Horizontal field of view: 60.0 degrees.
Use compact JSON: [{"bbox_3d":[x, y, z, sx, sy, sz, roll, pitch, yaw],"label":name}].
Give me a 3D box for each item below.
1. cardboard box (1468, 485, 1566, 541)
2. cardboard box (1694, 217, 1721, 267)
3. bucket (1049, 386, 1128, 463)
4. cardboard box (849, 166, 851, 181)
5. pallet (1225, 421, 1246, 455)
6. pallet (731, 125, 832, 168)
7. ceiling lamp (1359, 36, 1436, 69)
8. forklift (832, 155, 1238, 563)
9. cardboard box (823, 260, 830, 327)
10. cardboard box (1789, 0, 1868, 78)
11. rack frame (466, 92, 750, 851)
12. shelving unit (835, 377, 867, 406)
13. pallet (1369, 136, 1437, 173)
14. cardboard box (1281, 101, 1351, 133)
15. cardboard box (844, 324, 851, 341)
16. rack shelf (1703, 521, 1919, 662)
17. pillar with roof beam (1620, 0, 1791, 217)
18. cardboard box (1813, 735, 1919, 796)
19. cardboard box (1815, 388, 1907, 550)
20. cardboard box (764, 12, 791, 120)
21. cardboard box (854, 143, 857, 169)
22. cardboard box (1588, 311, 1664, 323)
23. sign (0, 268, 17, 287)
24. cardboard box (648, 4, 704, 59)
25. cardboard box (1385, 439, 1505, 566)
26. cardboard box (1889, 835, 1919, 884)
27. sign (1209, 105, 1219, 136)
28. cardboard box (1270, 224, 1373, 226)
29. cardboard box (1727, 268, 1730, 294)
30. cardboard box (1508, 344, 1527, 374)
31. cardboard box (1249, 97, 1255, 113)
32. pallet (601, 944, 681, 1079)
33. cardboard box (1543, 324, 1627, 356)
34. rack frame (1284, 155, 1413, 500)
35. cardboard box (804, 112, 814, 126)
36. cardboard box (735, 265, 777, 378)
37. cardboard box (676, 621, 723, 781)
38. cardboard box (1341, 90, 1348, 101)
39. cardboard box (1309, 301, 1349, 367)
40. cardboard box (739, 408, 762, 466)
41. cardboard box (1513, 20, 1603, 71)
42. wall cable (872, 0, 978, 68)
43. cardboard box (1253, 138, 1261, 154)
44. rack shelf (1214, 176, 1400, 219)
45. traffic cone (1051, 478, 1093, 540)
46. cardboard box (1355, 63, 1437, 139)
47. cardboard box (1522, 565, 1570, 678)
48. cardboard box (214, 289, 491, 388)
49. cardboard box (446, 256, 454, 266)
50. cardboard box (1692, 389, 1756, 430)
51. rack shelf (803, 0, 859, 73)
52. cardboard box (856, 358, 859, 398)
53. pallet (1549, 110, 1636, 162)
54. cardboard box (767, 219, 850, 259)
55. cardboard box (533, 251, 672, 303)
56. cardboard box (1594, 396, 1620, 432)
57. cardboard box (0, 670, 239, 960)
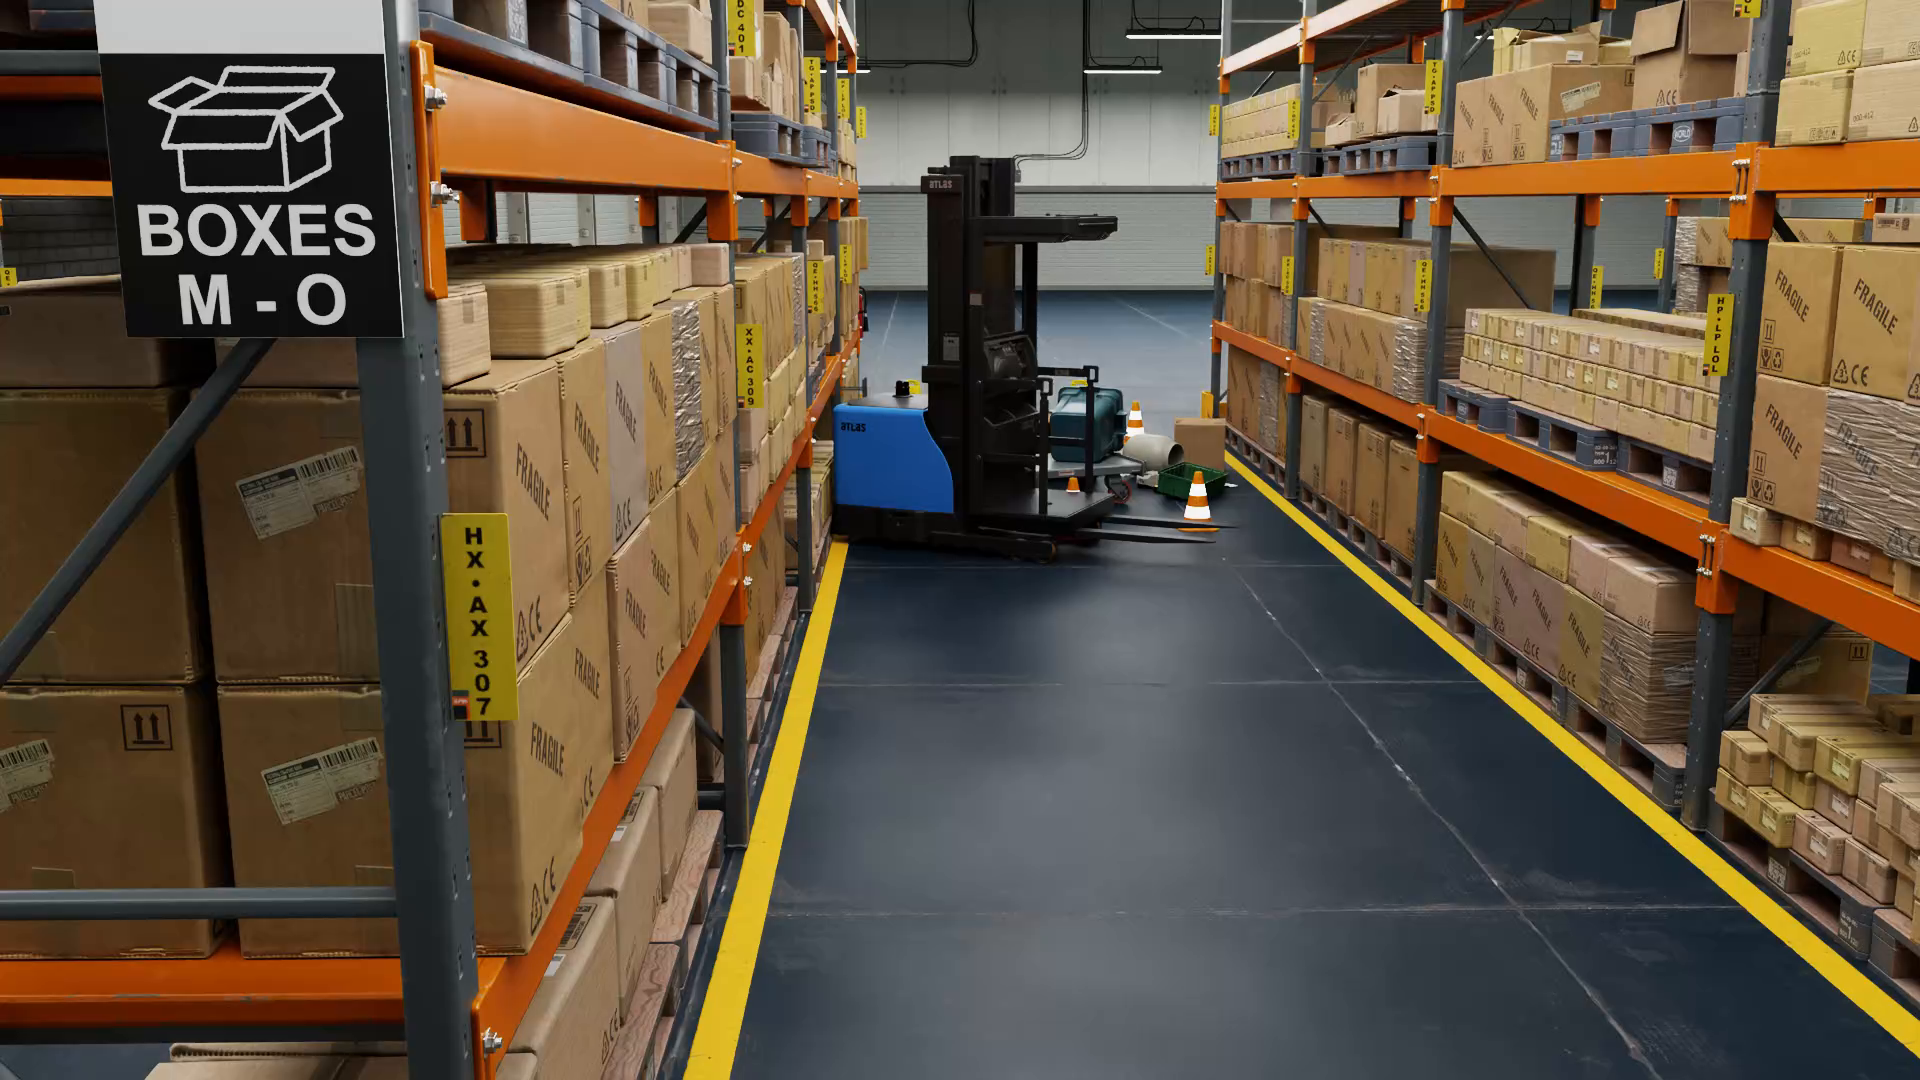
[{"bbox_3d":[3.275,-0.156,9.629,0.500,0.250,0.500,0,11,-2],"label":"cardboard box"},{"bbox_3d":[8.030,-3.112,17.340,0.500,0.500,0.500,0,11,-1],"label":"cardboard box"},{"bbox_3d":[1.101,-1.000,14.854,0.726,0.611,0.620,4,22,18],"label":"bucket"},{"bbox_3d":[-1.257,-3.569,16.192,0.380,0.149,0.250,0,11,-2],"label":"cardboard box"},{"bbox_3d":[3.421,-1.112,18.008,1.003,0.211,1.213,0,11,-1],"label":"pallet"},{"bbox_3d":[-1.389,-2.256,9.565,1.213,0.211,1.003,0,11,1],"label":"pallet"},{"bbox_3d":[11.186,-13.508,42.329,2.000,3.185,0.800,0,11,-1],"label":"ceiling lamp"},{"bbox_3d":[0.568,-1.386,12.519,3.031,2.935,1.130,5,13,24],"label":"forklift"},{"bbox_3d":[-1.283,-1.910,12.873,0.500,0.500,0.500,0,11,1],"label":"cardboard box"},{"bbox_3d":[3.345,-1.796,5.945,0.500,0.250,0.500,0,11,1],"label":"cardboard box"},{"bbox_3d":[-1.372,-0.211,6.555,1.000,3.000,0.127,0,11,-1],"label":"rack frame"},{"bbox_3d":[-0.876,-0.713,13.522,0.258,1.200,0.189,0,10,2],"label":"shelving unit"},{"bbox_3d":[3.426,-2.552,11.024,1.213,0.211,1.003,0,11,1],"label":"pallet"},{"bbox_3d":[3.142,-3.736,14.706,0.500,0.250,0.500,0,11,-2],"label":"cardboard box"},{"bbox_3d":[-1.241,-1.996,15.988,0.380,0.149,0.250,0,11,-1],"label":"cardboard box"},{"bbox_3d":[3.616,0.499,4.866,1.077,0.370,4.000,0,11,-1],"label":"rack shelf"},{"bbox_3d":[19.100,-11.449,46.858,9.100,9.000,0.548,0,11,-1],"label":"pillar with roof beam"},{"bbox_3d":[3.375,0.823,6.077,0.380,0.149,0.250,0,11,-2],"label":"cardboard box"},{"bbox_3d":[3.350,-0.248,5.740,0.500,0.500,0.500,0,11,-1],"label":"cardboard box"},{"bbox_3d":[-1.129,-2.382,8.404,0.500,0.500,0.500,0,11,-1],"label":"cardboard box"},{"bbox_3d":[-1.340,-4.038,17.504,0.500,0.250,0.500,0,11,-2],"label":"cardboard box"},{"bbox_3d":[3.963,-1.275,9.881,0.380,0.149,0.250,0,11,-2],"label":"cardboard box"},{"bbox_3d":[-5.875,-1.518,10.283,0.100,0.325,0.005,0,11,-1],"label":"sign"},{"bbox_3d":[-1.034,-1.635,5.352,0.380,0.149,0.250,0,11,0],"label":"cardboard box"},{"bbox_3d":[3.569,-0.271,11.454,1.050,0.750,0.750,0,11,-2],"label":"cardboard box"},{"bbox_3d":[3.383,1.074,5.586,0.380,0.149,0.250,0,11,1],"label":"cardboard box"},{"bbox_3d":[2.772,-4.573,18.114,0.100,0.325,0.005,0,11,-1],"label":"sign"},{"bbox_3d":[3.435,-2.735,15.901,0.875,0.550,0.550,0,11,-1],"label":"cardboard box"},{"bbox_3d":[8.369,-2.524,16.957,0.875,0.500,0.500,0,11,-1],"label":"cardboard box"},{"bbox_3d":[3.323,-1.021,9.375,0.380,0.149,0.250,0,11,-1],"label":"cardboard box"},{"bbox_3d":[3.046,-4.258,16.278,0.380,0.149,0.250,0,11,0],"label":"cardboard box"},{"bbox_3d":[-1.407,1.550,4.887,1.003,0.211,1.213,0,11,-1],"label":"pallet"},{"bbox_3d":[3.336,-1.067,8.853,0.380,0.149,0.250,0,11,1],"label":"cardboard box"},{"bbox_3d":[3.409,-1.842,14.593,1.000,3.000,0.127,0,11,-1],"label":"rack frame"},{"bbox_3d":[-1.366,-3.086,12.504,0.500,0.250,0.500,0,11,0],"label":"cardboard box"},{"bbox_3d":[-1.140,-1.039,7.872,0.500,0.500,0.500,-1,11,-3],"label":"cardboard box"},{"bbox_3d":[-1.465,0.501,7.331,0.875,0.875,0.875,0,11,1],"label":"cardboard box"},{"bbox_3d":[3.725,-4.060,15.299,0.380,0.149,0.250,0,11,-2],"label":"cardboard box"},{"bbox_3d":[3.162,-1.685,13.568,0.500,0.500,0.500,0,11,-1],"label":"cardboard box"},{"bbox_3d":[-1.100,-0.471,6.957,0.500,0.250,0.500,-1,11,-3],"label":"cardboard box"},{"bbox_3d":[3.280,-2.706,9.133,0.396,0.266,0.258,0,11,-1],"label":"cardboard box"},{"bbox_3d":[-1.030,-15.134,48.692,3.097,2.526,0.112,0,11,-1],"label":"wall cable"},{"bbox_3d":[3.050,-3.818,16.114,0.380,0.149,0.250,0,11,-1],"label":"cardboard box"},{"bbox_3d":[3.368,-3.357,16.326,1.077,0.370,4.000,0,11,-1],"label":"rack shelf"},{"bbox_3d":[0.893,-0.264,13.196,0.336,0.463,0.334,0,11,-1],"label":"traffic cone"},{"bbox_3d":[3.176,-3.165,12.012,0.500,0.500,0.500,0,11,-1],"label":"cardboard box"},{"bbox_3d":[3.291,0.418,8.687,0.500,0.500,0.500,0,11,-2],"label":"cardboard box"},{"bbox_3d":[-1.020,-0.345,2.816,0.380,0.149,0.250,0,11,0],"label":"cardboard box"},{"bbox_3d":[-1.613,-0.701,4.574,0.380,0.149,0.250,0,11,-1],"label":"cardboard box"},{"bbox_3d":[3.369,-0.558,7.094,0.380,0.149,0.250,0,11,1],"label":"cardboard box"},{"bbox_3d":[-1.579,-4.785,15.829,1.077,0.370,4.000,0,11,-1],"label":"rack shelf"},{"bbox_3d":[-1.343,-1.664,17.691,0.500,0.500,0.500,0,11,-1],"label":"cardboard box"},{"bbox_3d":[3.644,-1.959,8.098,1.213,0.211,1.003,0,11,-1],"label":"pallet"},{"bbox_3d":[-1.330,-2.574,14.690,0.700,0.500,0.500,0,11,-2],"label":"cardboard box"},{"bbox_3d":[-1.091,-0.806,5.089,0.380,0.149,0.250,0,11,-2],"label":"cardboard box"},{"bbox_3d":[3.343,-0.619,8.140,0.380,0.149,0.250,-1,11,-4],"label":"cardboard box"},{"bbox_3d":[-1.564,0.440,3.093,0.500,0.500,0.500,0,11,-1],"label":"cardboard box"}]
